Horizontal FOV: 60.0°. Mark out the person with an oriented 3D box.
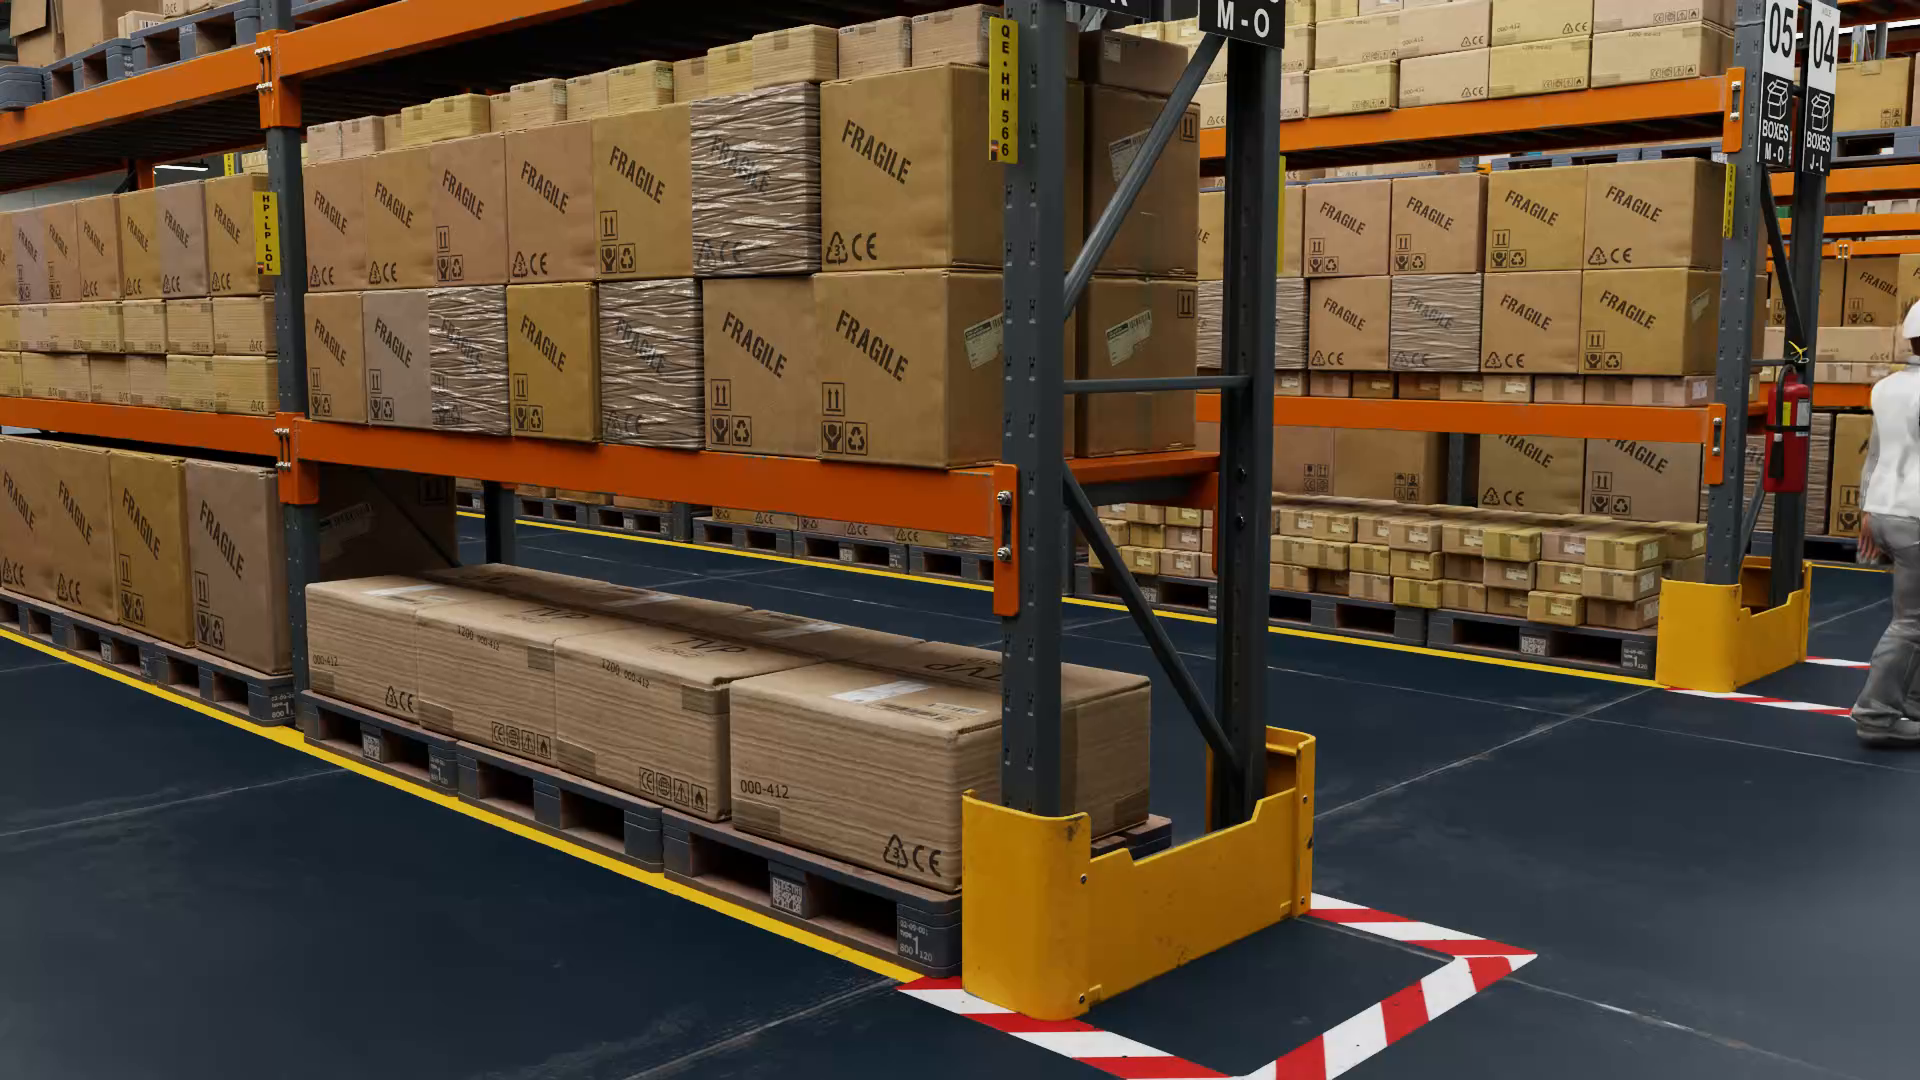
[{"bbox_3d":[3.834,-0.038,6.573,0.525,1.836,0.573,1,7,7],"label":"person"}]
